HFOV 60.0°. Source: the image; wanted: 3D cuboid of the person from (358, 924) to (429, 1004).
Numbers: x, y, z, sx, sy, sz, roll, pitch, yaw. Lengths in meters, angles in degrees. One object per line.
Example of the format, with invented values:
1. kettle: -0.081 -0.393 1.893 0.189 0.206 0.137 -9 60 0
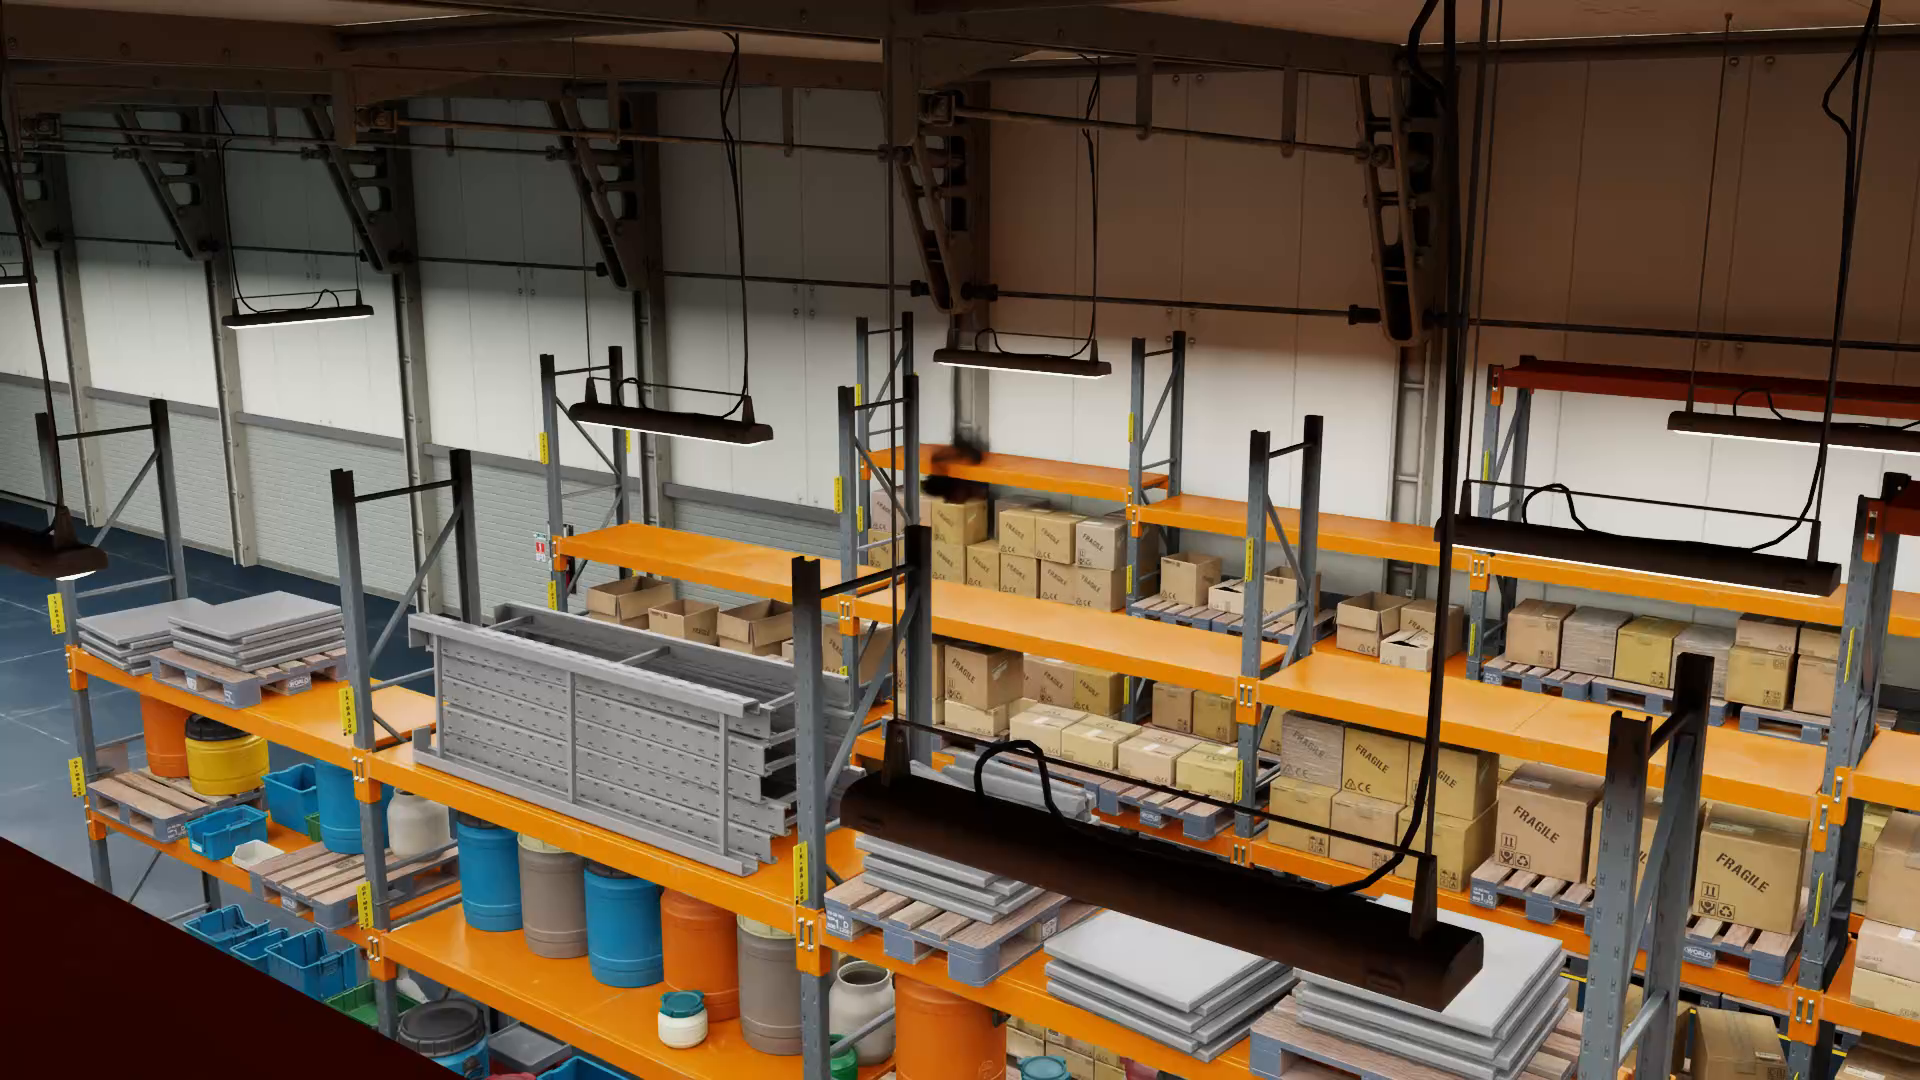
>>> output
1. person: -5.224 3.747 15.271 0.960 1.755 0.726 8 15 31
